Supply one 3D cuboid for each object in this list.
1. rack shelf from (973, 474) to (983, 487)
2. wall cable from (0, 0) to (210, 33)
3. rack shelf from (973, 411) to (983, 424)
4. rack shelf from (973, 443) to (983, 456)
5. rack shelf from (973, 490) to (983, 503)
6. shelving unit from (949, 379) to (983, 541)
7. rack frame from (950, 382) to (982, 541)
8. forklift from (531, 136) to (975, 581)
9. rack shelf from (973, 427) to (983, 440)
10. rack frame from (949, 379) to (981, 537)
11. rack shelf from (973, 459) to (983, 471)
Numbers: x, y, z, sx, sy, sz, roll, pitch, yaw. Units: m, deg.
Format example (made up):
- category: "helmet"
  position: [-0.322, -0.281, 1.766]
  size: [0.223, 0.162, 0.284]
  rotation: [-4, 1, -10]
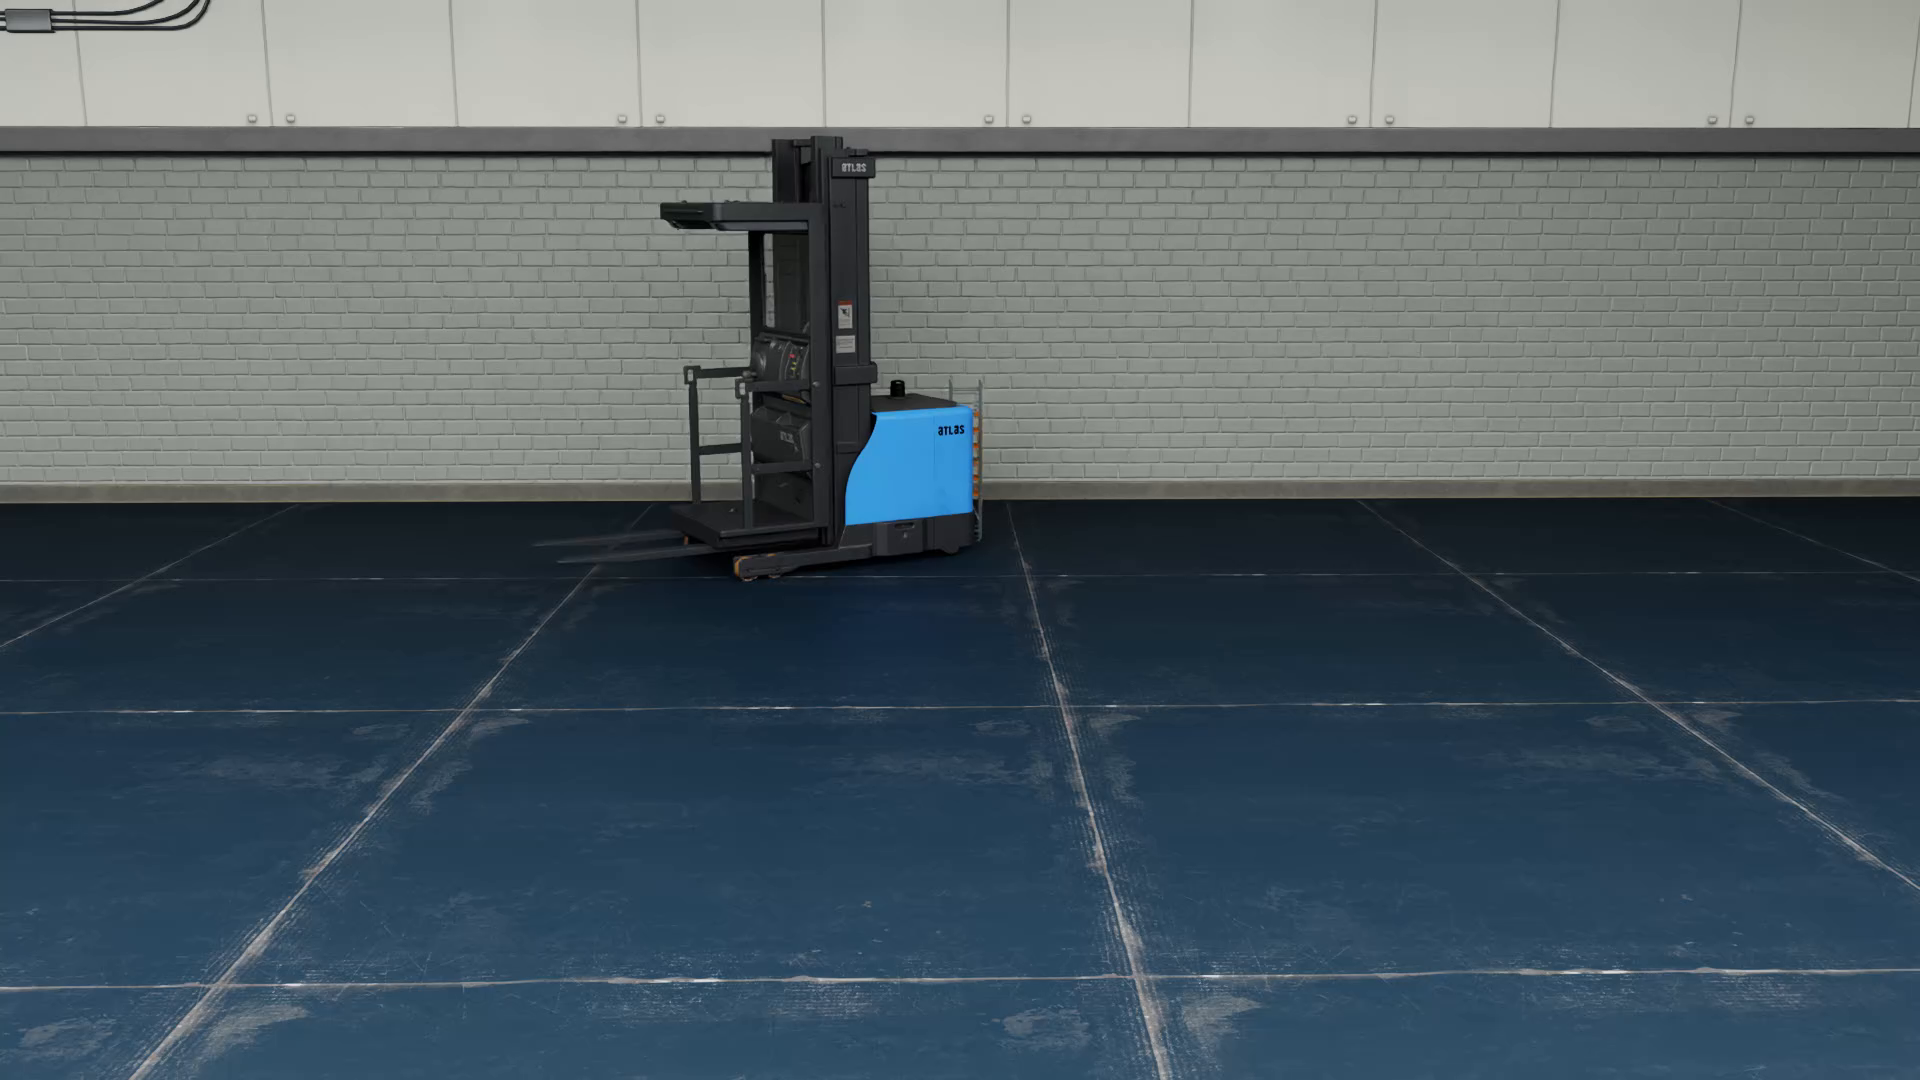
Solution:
- category: "rack shelf"
  position: [0.038, -0.435, 12.512]
  size: [0.258, 0.103, 0.180]
  rotation: [-1, 11, -3]
- category: "wall cable"
  position: [-7.104, -6.383, 12.837]
  size: [2.305, 6.003, 0.169]
  rotation: [0, 11, -1]
- category: "rack shelf"
  position: [0.038, -0.905, 12.417]
  size: [0.258, 0.103, 0.180]
  rotation: [-1, 11, -3]
- category: "rack shelf"
  position: [0.038, -0.670, 12.464]
  size: [0.258, 0.103, 0.180]
  rotation: [-1, 11, -3]
- category: "rack shelf"
  position: [0.038, -0.317, 12.536]
  size: [0.258, 0.103, 0.180]
  rotation: [-1, 11, -3]
- category: "shelving unit"
  position: [0.038, -0.596, 12.479]
  size: [0.258, 1.200, 0.189]
  rotation: [-1, 11, -3]
- category: "rack frame"
  position: [0.043, -0.578, 12.390]
  size: [0.240, 1.200, 0.006]
  rotation: [-1, 11, -3]
- category: "forklift"
  position: [-1.431, -1.279, 11.490]
  size: [3.031, 2.935, 1.130]
  rotation: [-6, 13, -28]
- category: "rack shelf"
  position: [0.038, -0.788, 12.440]
  size: [0.258, 0.103, 0.180]
  rotation: [-1, 11, -3]
- category: "rack frame"
  position: [0.034, -0.614, 12.569]
  size: [0.240, 1.200, 0.006]
  rotation: [-1, 11, -3]
- category: "rack shelf"
  position: [0.038, -0.552, 12.488]
  size: [0.258, 0.103, 0.180]
  rotation: [-1, 11, -3]
